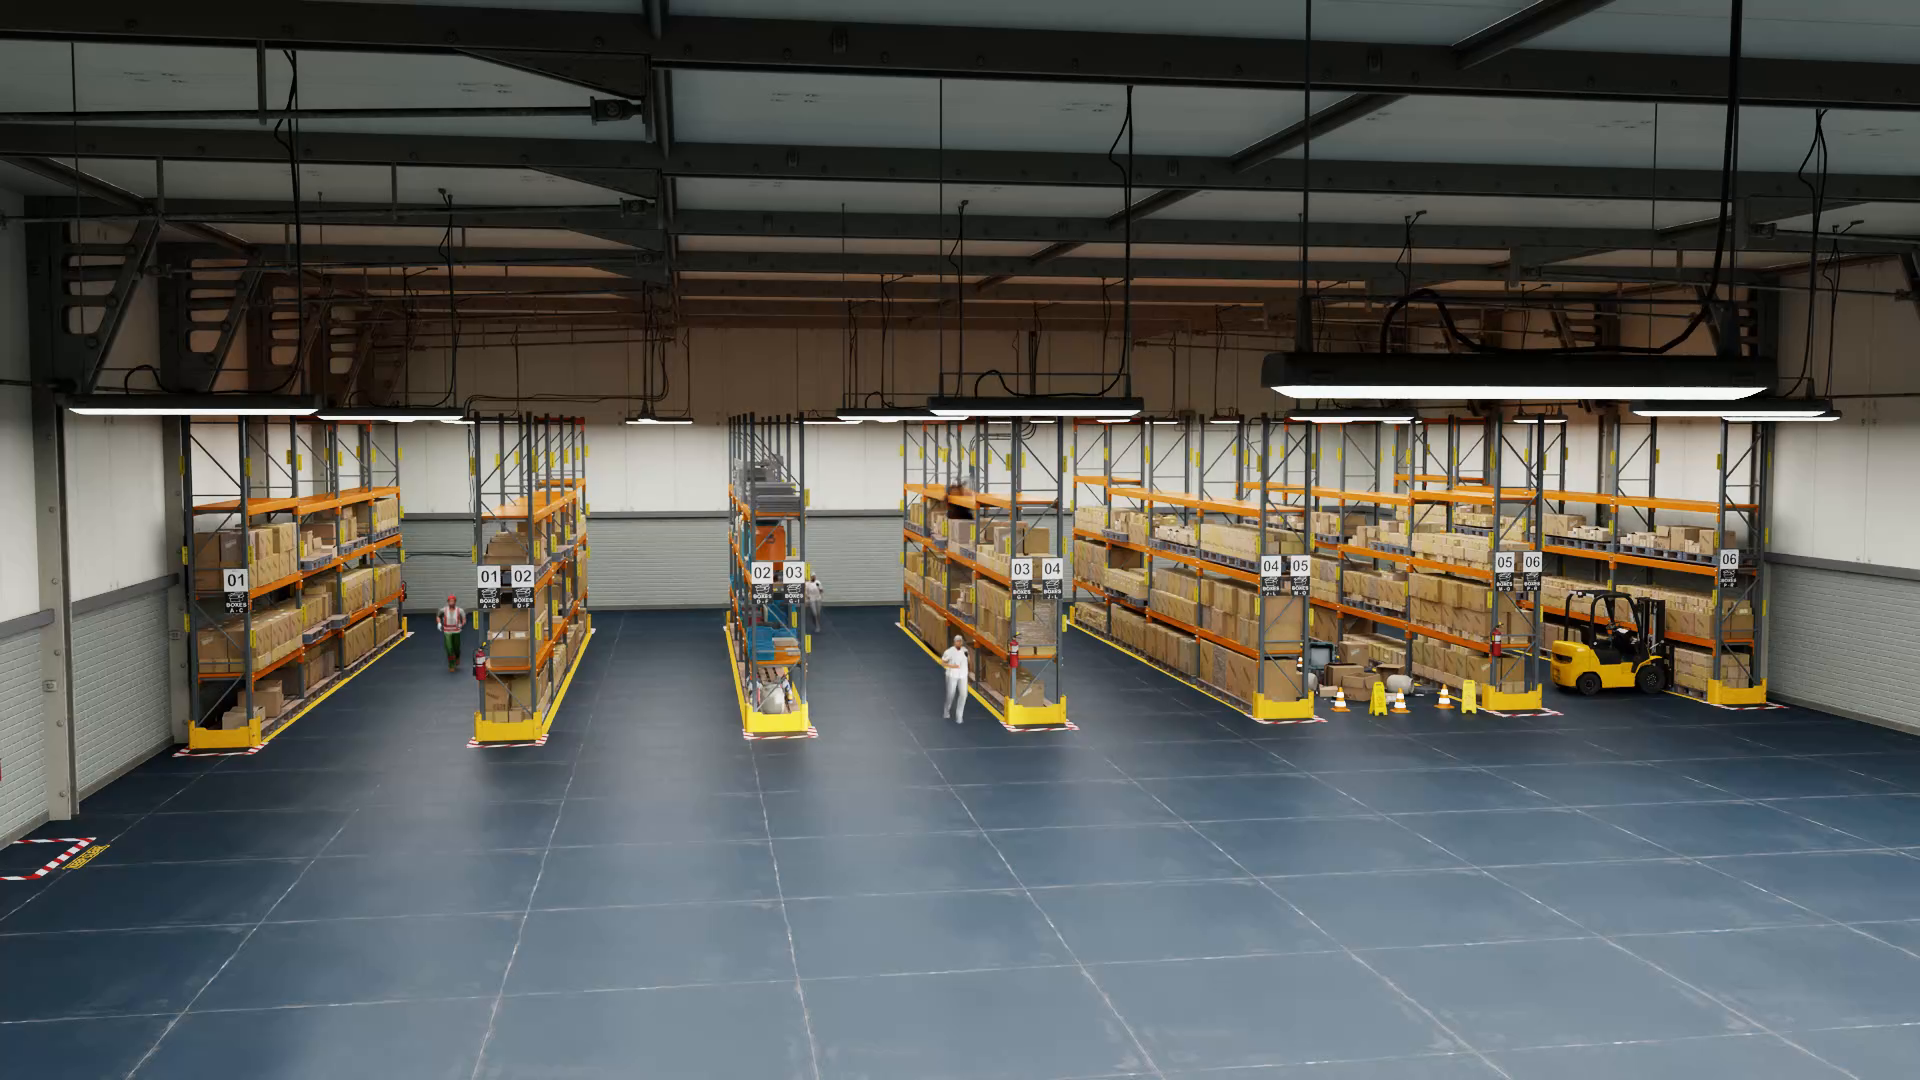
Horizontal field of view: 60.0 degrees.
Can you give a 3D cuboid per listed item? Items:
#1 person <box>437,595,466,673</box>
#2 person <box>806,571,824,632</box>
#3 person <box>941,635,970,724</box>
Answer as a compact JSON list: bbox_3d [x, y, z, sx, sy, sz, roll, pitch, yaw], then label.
[{"bbox_3d":[-11.919,2.182,39.002,0.665,1.782,0.962,-1,4,-19],"label":"person"},{"bbox_3d":[-4.090,1.735,46.545,0.577,1.758,0.709,-2,4,-22],"label":"person"},{"bbox_3d":[-0.080,2.707,32.415,0.640,1.727,0.749,-1,4,-19],"label":"person"}]
